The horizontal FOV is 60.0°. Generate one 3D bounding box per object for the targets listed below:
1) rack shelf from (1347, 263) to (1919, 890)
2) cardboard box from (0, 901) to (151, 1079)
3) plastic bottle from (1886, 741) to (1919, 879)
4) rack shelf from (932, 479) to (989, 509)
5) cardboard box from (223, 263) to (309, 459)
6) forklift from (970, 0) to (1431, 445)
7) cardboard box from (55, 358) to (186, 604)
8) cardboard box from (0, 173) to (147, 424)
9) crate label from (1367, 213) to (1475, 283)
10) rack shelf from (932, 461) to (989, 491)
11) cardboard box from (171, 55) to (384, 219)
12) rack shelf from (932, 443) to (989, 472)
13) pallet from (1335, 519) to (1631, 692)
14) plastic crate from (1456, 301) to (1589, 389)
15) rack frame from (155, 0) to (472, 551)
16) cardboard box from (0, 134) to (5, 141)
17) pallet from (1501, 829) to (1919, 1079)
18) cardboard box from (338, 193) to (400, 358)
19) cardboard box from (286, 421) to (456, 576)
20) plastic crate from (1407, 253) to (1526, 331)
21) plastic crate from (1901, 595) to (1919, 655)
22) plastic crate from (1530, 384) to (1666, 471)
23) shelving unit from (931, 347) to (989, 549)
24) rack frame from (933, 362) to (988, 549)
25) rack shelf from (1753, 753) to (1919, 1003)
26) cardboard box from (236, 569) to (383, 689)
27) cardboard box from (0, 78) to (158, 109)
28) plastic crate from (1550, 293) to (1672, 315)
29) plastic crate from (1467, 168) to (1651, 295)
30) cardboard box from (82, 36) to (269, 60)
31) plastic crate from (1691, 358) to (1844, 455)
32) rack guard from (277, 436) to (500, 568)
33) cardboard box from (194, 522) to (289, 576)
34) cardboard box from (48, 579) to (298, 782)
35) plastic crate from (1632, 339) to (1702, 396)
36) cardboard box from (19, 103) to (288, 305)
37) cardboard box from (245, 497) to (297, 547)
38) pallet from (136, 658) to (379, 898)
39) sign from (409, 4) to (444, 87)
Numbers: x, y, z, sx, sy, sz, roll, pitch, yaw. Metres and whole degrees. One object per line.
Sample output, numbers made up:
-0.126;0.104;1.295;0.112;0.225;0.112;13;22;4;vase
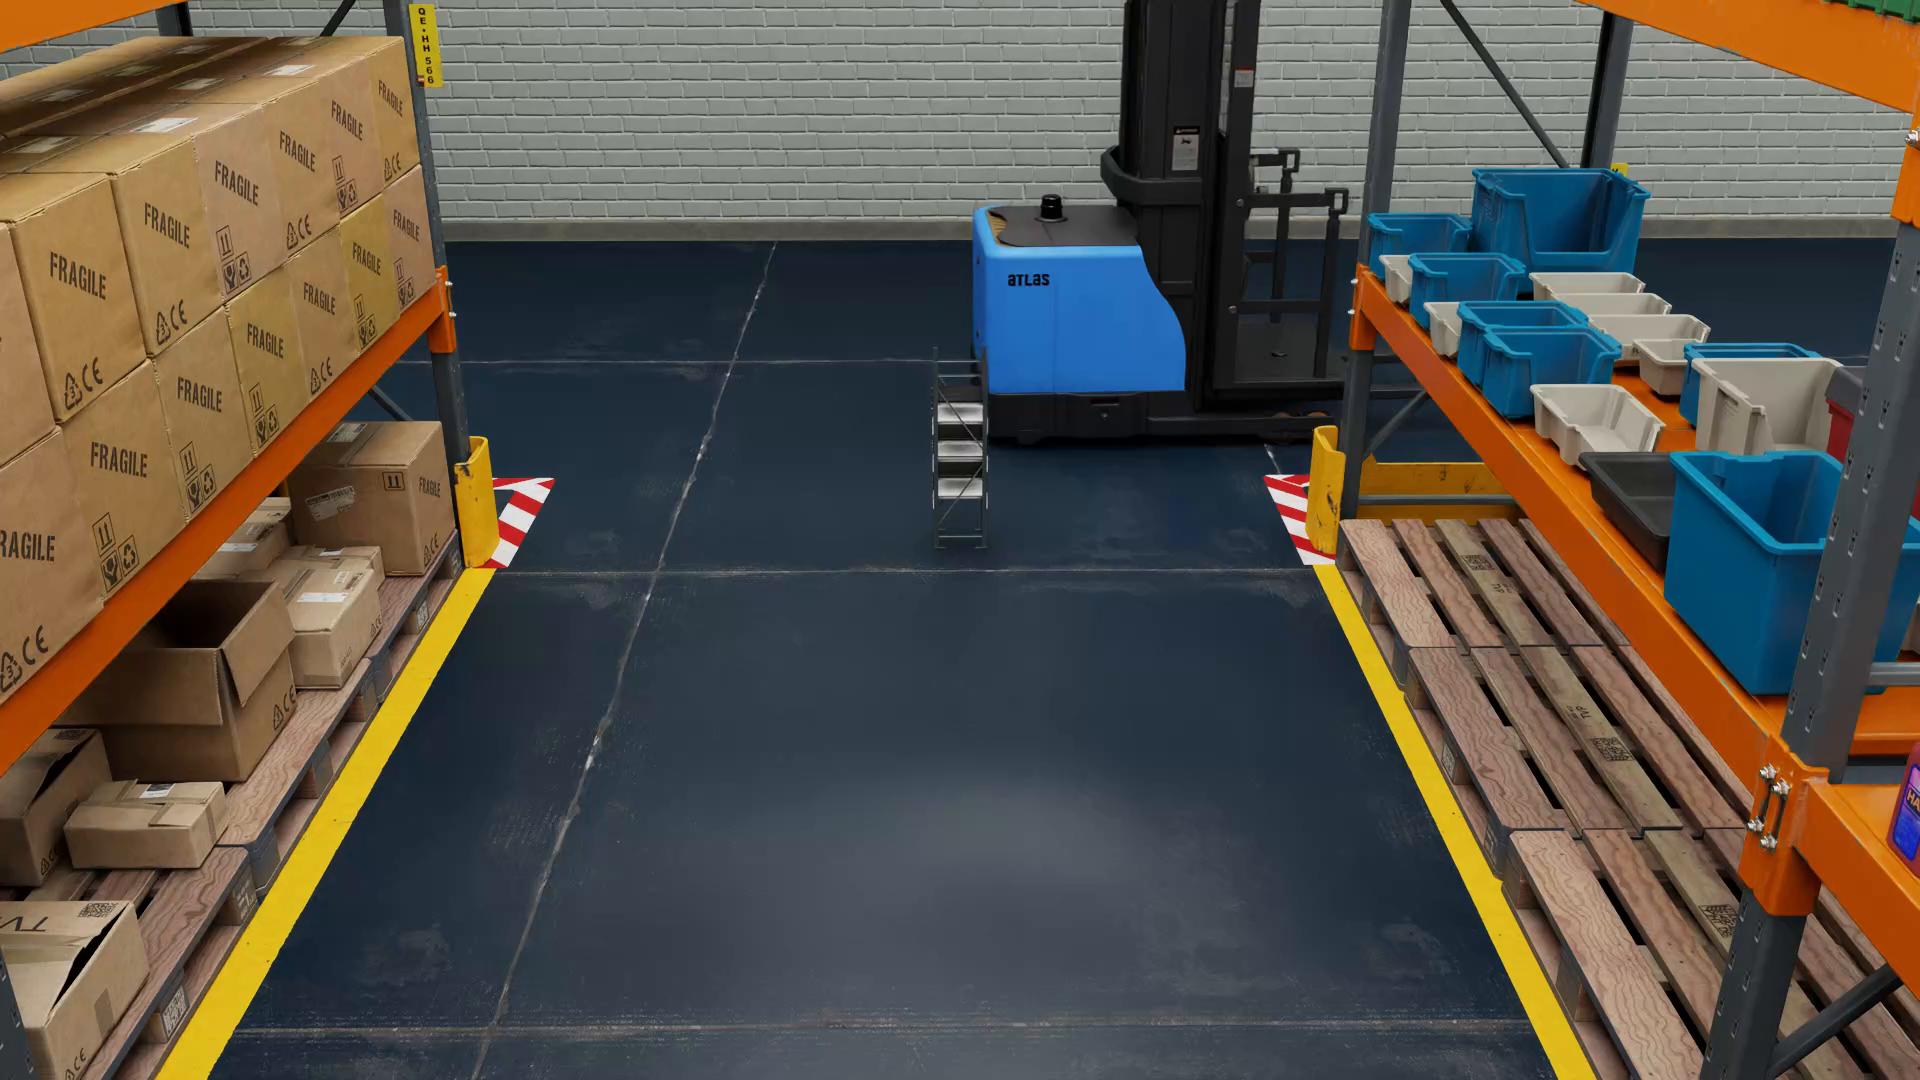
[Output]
2.251;-0.210;5.448;1.077;0.370;4.000;0;24;-1;rack shelf
-2.468;1.157;4.280;0.500;0.311;0.500;0;24;-1;cardboard box
1.850;0.492;3.163;0.061;0.283;0.133;0;24;-1;plastic bottle
0.000;-0.219;7.660;0.258;0.077;0.200;0;24;-1;rack shelf
-2.432;-0.577;5.264;0.500;0.500;0.500;-1;24;-1;cardboard box
1.599;-2.061;8.750;3.031;2.935;1.130;-1;24;-3;forklift
-2.422;-0.161;4.345;0.500;0.500;0.500;0;24;0;cardboard box
-2.410;-0.602;4.107;0.500;0.500;0.500;-1;24;-2;cardboard box
1.903;-1.210;6.916;0.416;0.233;0.303;0;24;-1;crate label
0.000;-0.301;7.623;0.258;0.077;0.200;0;24;-1;rack shelf
-2.438;-1.452;5.986;0.500;0.500;0.500;0;24;1;cardboard box
0.000;-0.383;7.586;0.258;0.077;0.200;0;24;-1;rack shelf
2.200;0.248;6.945;1.003;0.211;1.213;0;24;-1;pallet
1.917;-0.668;5.716;0.416;0.233;0.300;0;24;-1;plastic crate
-2.724;-1.342;7.076;1.000;3.000;0.127;0;24;-1;rack frame
-2.958;-0.820;4.589;0.500;0.500;0.500;0;24;0;cardboard box
2.226;1.254;4.722;1.003;0.211;1.213;0;24;-1;pallet
-2.437;-0.990;6.178;0.500;0.500;0.500;0;24;0;cardboard box
-2.471;-0.180;7.008;0.500;0.500;0.500;0;24;-1;cardboard box
1.910;-0.939;6.316;0.416;0.233;0.300;0;24;-1;plastic crate
2.411;0.186;3.945;0.396;0.136;0.243;0;24;-1;plastic crate
1.953;-0.337;5.103;0.293;0.136;0.466;0;24;-1;plastic crate
0.000;-0.413;7.572;0.258;0.900;0.210;0;24;-1;shelving unit
0.001;-0.371;7.479;0.240;0.900;0.006;0;24;-1;rack frame
2.295;1.438;1.804;1.077;0.370;4.000;0;24;-1;rack shelf
-2.491;0.325;6.193;0.500;0.250;0.500;0;24;-1;cardboard box
-2.969;-1.237;5.510;0.500;0.500;0.500;0;24;0;cardboard box
2.408;-0.815;6.159;0.396;0.136;0.243;0;24;-1;plastic crate
2.420;-1.269;6.799;0.616;0.435;0.499;0;24;-1;plastic crate
-2.983;-1.659;6.443;0.500;0.500;0.500;0;24;1;cardboard box
2.441;-0.317;4.883;0.437;0.282;0.530;0;24;-1;plastic crate
-2.723;-0.171;7.522;1.175;0.500;0.348;0;24;-1;rack guard
-2.996;0.142;6.598;0.500;0.250;0.500;0;24;-1;cardboard box
-2.706;0.470;5.567;0.797;0.503;0.637;0;24;-1;cardboard box
2.457;-0.578;5.636;0.298;0.136;0.250;0;24;-1;plastic crate
-2.422;-1.027;5.046;0.500;0.500;0.500;0;24;1;cardboard box
-3.063;-0.069;7.188;0.380;0.149;0.250;0;24;-1;cardboard box
-2.703;0.790;5.746;1.003;0.211;1.213;0;24;-1;pallet
-2.169;-2.007;6.760;0.100;0.325;0.005;0;24;-1;sign
